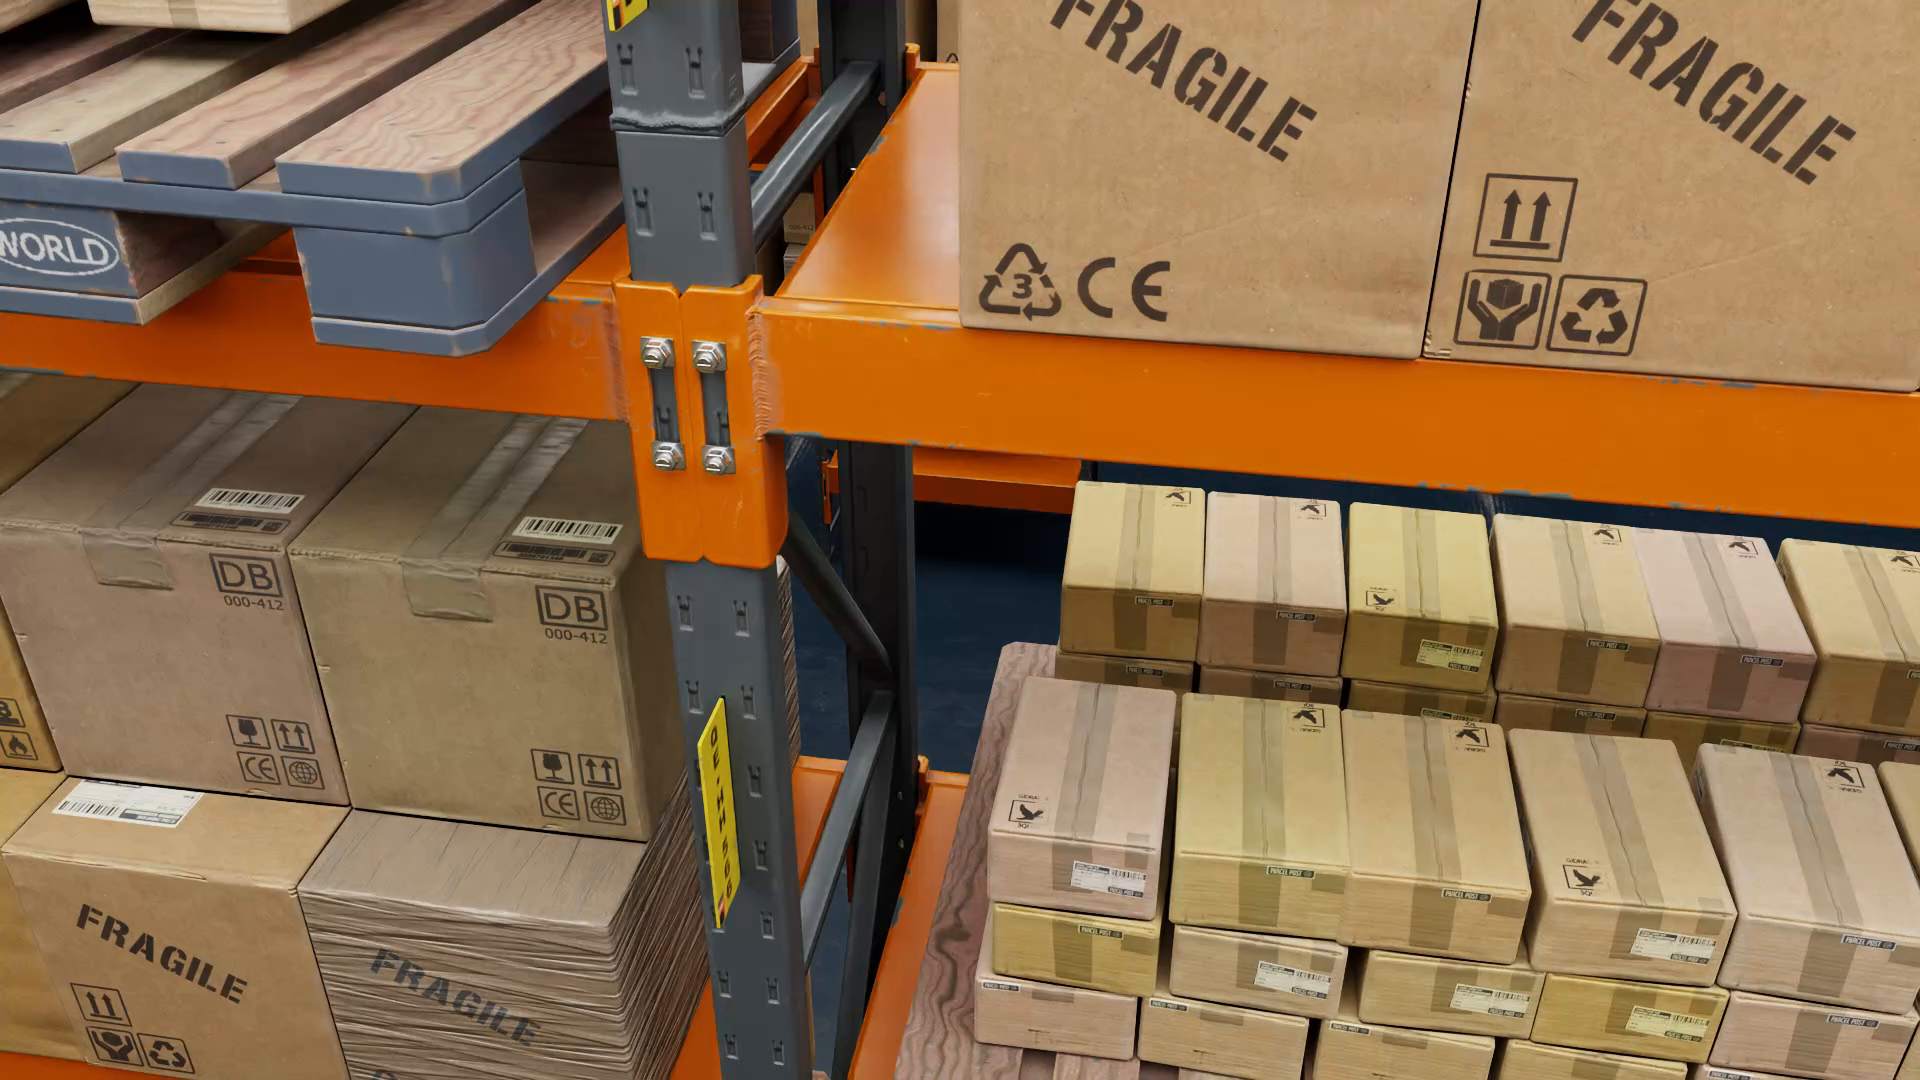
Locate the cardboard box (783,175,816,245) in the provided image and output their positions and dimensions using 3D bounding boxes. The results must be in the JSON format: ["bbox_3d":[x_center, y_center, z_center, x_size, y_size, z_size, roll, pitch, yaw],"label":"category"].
[{"bbox_3d":[-0.488,-1.545,7.625,0.500,0.250,0.500,9,33,14],"label":"cardboard box"}]

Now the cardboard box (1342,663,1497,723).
[{"bbox_3d":[0.854,0.225,3.124,0.250,0.149,0.380,6,33,9],"label":"cardboard box"}]

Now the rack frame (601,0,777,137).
[{"bbox_3d":[-0.232,-1.972,1.418,0.127,3.000,1.000,5,32,8],"label":"rack frame"}]

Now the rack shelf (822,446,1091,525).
[{"bbox_3d":[0.007,-0.269,6.580,1.000,0.278,0.538,5,32,8],"label":"rack shelf"}]

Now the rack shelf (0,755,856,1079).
[{"bbox_3d":[-2.204,0.698,3.486,4.000,0.370,1.077,5,32,8],"label":"rack shelf"}]

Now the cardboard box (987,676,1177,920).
[{"bbox_3d":[0.195,0.391,2.579,0.250,0.149,0.380,5,32,8],"label":"cardboard box"}]

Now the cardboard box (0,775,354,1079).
[{"bbox_3d":[-1.213,0.584,2.896,0.500,0.500,0.500,5,32,8],"label":"cardboard box"}]

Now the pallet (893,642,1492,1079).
[{"bbox_3d":[0.488,0.661,3.048,1.003,0.211,1.213,5,32,8],"label":"pallet"}]

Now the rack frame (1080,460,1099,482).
[{"bbox_3d":[0.508,-0.431,6.378,0.032,1.125,0.500,5,32,8],"label":"rack frame"}]

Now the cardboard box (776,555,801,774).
[{"bbox_3d":[-0.630,0.348,3.273,0.500,0.500,0.500,6,32,9],"label":"cardboard box"}]

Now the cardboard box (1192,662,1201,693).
[{"bbox_3d":[0.576,0.327,3.242,0.250,0.149,0.380,5,32,8],"label":"cardboard box"}]

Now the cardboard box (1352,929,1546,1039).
[{"bbox_3d":[0.742,0.567,2.577,0.250,0.149,0.380,4,32,7],"label":"cardboard box"}]

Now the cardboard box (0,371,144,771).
[{"bbox_3d":[-1.678,-0.029,2.933,0.500,0.500,0.700,5,32,7],"label":"cardboard box"}]

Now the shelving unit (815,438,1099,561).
[{"bbox_3d":[0.007,-0.476,6.451,1.048,1.125,0.538,5,32,8],"label":"shelving unit"}]

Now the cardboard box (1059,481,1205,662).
[{"bbox_3d":[0.328,0.052,3.121,0.250,0.149,0.380,4,32,6],"label":"cardboard box"}]

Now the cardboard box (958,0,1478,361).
[{"bbox_3d":[0.286,-0.552,1.884,0.500,0.500,0.500,5,32,8],"label":"cardboard box"}]

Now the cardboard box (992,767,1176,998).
[{"bbox_3d":[0.210,0.522,2.650,0.250,0.149,0.380,7,33,10],"label":"cardboard box"}]

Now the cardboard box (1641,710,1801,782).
[{"bbox_3d":[1.346,0.271,3.051,0.250,0.149,0.380,5,32,8],"label":"cardboard box"}]

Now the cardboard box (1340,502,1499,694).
[{"bbox_3d":[0.833,0.099,3.046,0.250,0.149,0.380,6,33,10],"label":"cardboard box"}]

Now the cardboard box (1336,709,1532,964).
[{"bbox_3d":[0.697,0.437,2.505,0.250,0.149,0.380,5,32,8],"label":"cardboard box"}]

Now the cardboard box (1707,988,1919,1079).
[{"bbox_3d":[1.236,0.612,2.505,0.250,0.149,0.380,5,32,8],"label":"cardboard box"}]

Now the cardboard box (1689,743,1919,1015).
[{"bbox_3d":[1.225,0.484,2.430,0.250,0.149,0.380,7,33,10],"label":"cardboard box"}]

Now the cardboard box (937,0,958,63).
[{"bbox_3d":[0.163,-2.261,7.046,0.500,0.500,0.500,1,32,2],"label":"cardboard box"}]

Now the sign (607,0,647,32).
[{"bbox_3d":[-0.334,-0.663,1.593,0.005,0.325,0.100,5,32,8],"label":"sign"}]

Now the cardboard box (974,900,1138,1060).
[{"bbox_3d":[0.175,0.645,2.733,0.250,0.149,0.380,5,32,8],"label":"cardboard box"}]

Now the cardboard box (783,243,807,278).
[{"bbox_3d":[-0.511,-1.233,7.834,0.500,0.500,0.700,3,32,4],"label":"cardboard box"}]

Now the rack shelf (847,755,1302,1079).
[{"bbox_3d":[1.739,1.055,2.916,4.000,0.370,1.077,5,32,8],"label":"rack shelf"}]

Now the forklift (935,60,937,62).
[{"bbox_3d":[0.465,-3.066,8.886,3.031,2.935,1.130,-18,36,-27],"label":"forklift"}]

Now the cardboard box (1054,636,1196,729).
[{"bbox_3d":[0.331,0.180,3.196,0.250,0.149,0.380,6,33,9],"label":"cardboard box"}]

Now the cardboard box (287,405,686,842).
[{"bbox_3d":[-0.673,0.060,2.791,0.500,0.500,0.700,5,32,8],"label":"cardboard box"}]

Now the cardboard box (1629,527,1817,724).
[{"bbox_3d":[1.334,0.145,2.971,0.250,0.149,0.380,5,32,8],"label":"cardboard box"}]

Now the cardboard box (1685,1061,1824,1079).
[{"bbox_3d":[1.234,0.739,2.583,0.250,0.149,0.380,6,33,10],"label":"cardboard box"}]

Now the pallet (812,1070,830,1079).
[{"bbox_3d":[-0.997,1.644,3.925,1.213,0.211,1.003,5,32,8],"label":"pallet"}]

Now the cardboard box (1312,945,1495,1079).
[{"bbox_3d":[0.705,0.693,2.656,0.250,0.149,0.380,7,33,11],"label":"cardboard box"}]
